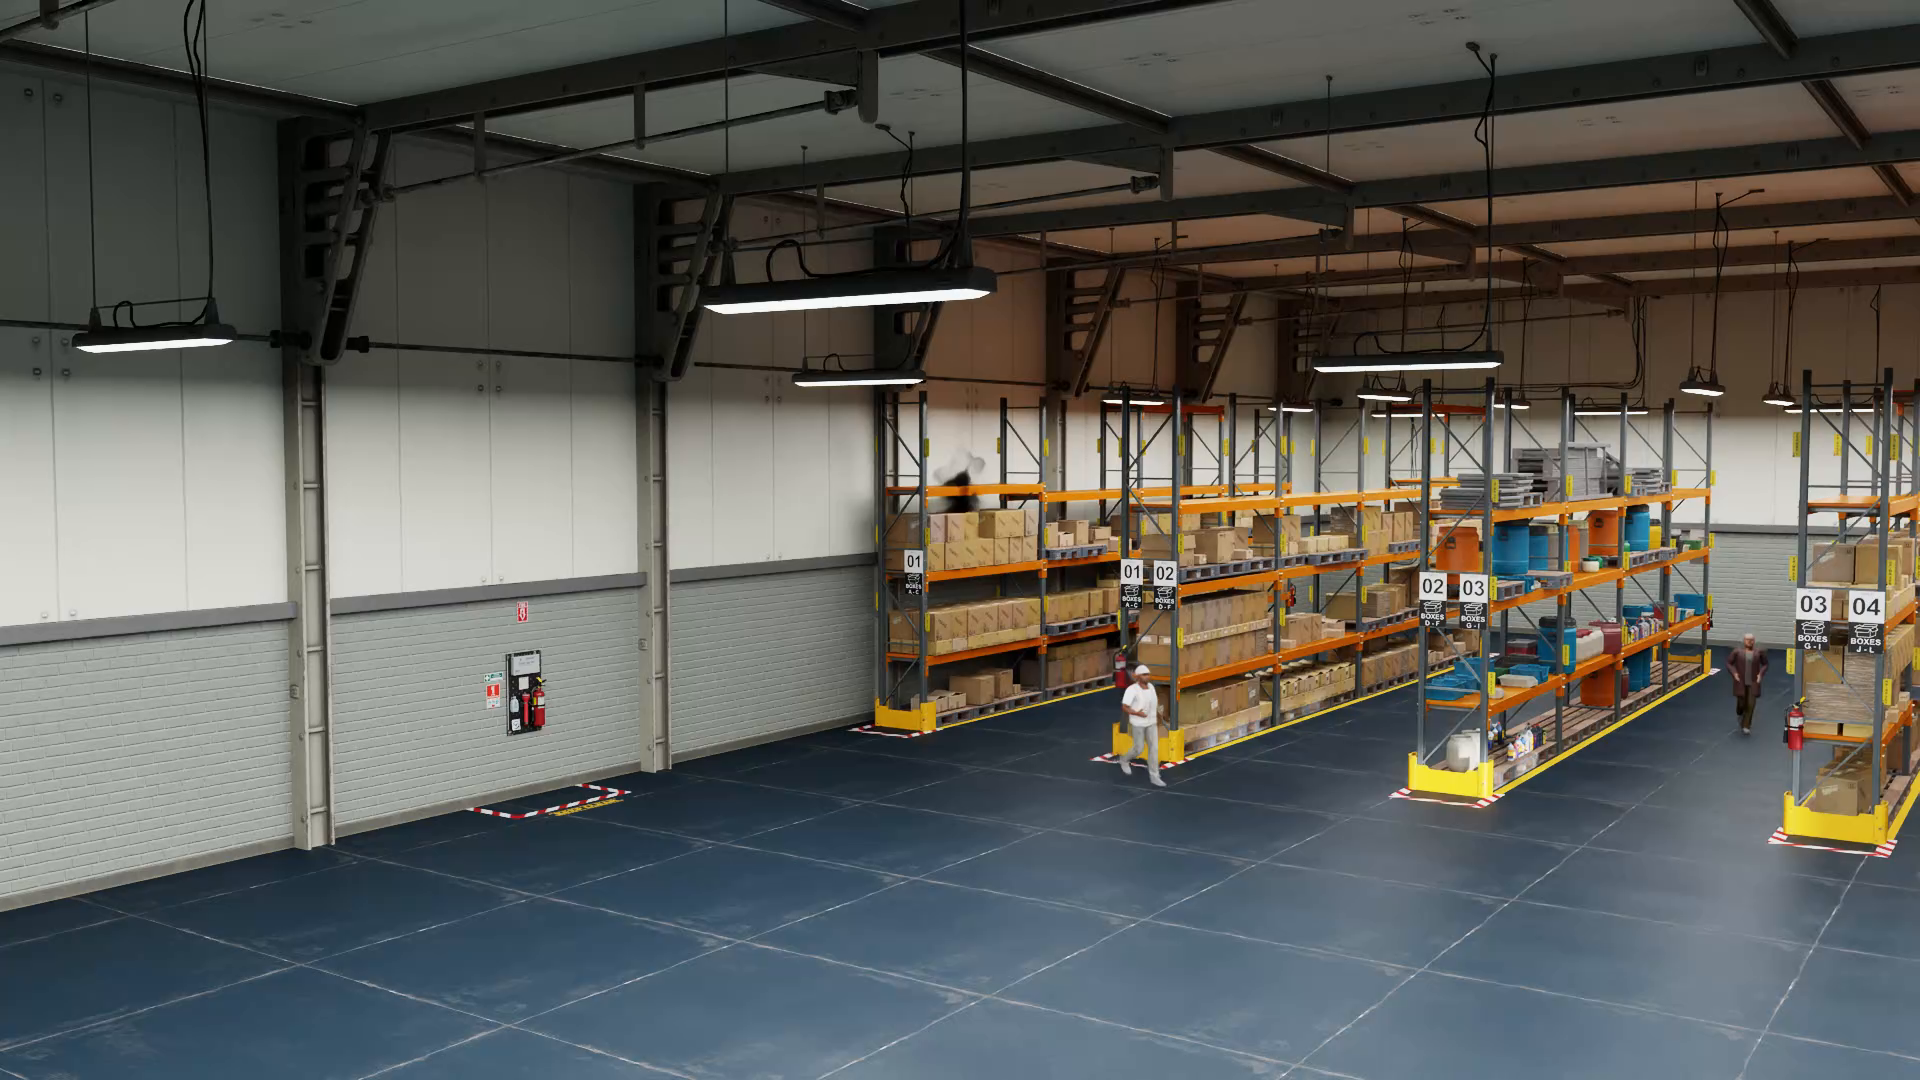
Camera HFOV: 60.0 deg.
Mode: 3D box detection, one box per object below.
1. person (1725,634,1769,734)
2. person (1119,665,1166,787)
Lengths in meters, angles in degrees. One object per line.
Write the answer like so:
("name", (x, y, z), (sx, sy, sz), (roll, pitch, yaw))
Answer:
("person", (13.805, 2.510, 29.156), (0.699, 1.743, 0.754), (1, 3, 20))
("person", (2.712, 2.736, 24.726), (0.713, 1.756, 0.971), (-2, 4, -31))
